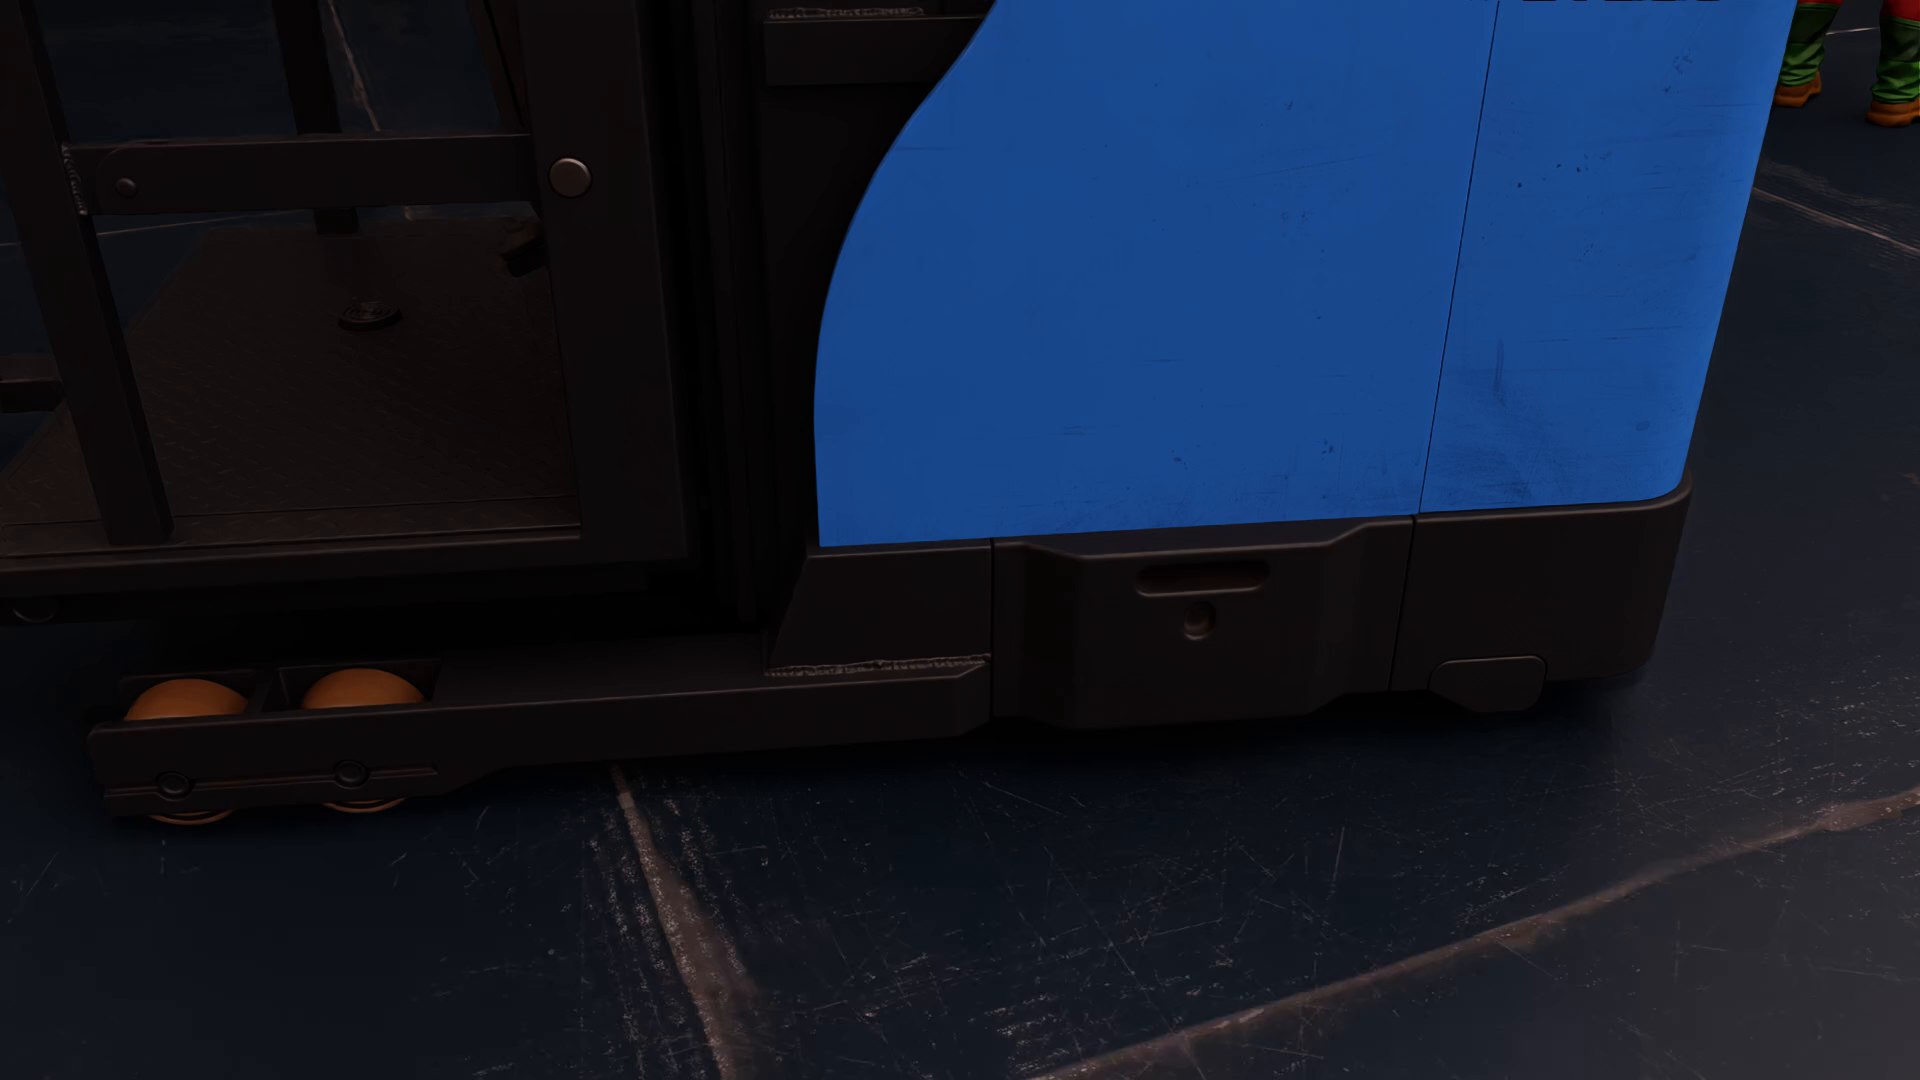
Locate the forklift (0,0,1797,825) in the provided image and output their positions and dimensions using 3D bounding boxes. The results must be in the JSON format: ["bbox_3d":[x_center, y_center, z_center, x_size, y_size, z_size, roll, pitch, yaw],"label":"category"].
[{"bbox_3d":[-0.665,-1.221,1.682,3.031,2.935,1.130,-3,30,-6],"label":"forklift"}]

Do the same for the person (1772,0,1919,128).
[{"bbox_3d":[2.423,-1.972,4.170,0.608,1.777,0.452,26,39,38],"label":"person"}]
